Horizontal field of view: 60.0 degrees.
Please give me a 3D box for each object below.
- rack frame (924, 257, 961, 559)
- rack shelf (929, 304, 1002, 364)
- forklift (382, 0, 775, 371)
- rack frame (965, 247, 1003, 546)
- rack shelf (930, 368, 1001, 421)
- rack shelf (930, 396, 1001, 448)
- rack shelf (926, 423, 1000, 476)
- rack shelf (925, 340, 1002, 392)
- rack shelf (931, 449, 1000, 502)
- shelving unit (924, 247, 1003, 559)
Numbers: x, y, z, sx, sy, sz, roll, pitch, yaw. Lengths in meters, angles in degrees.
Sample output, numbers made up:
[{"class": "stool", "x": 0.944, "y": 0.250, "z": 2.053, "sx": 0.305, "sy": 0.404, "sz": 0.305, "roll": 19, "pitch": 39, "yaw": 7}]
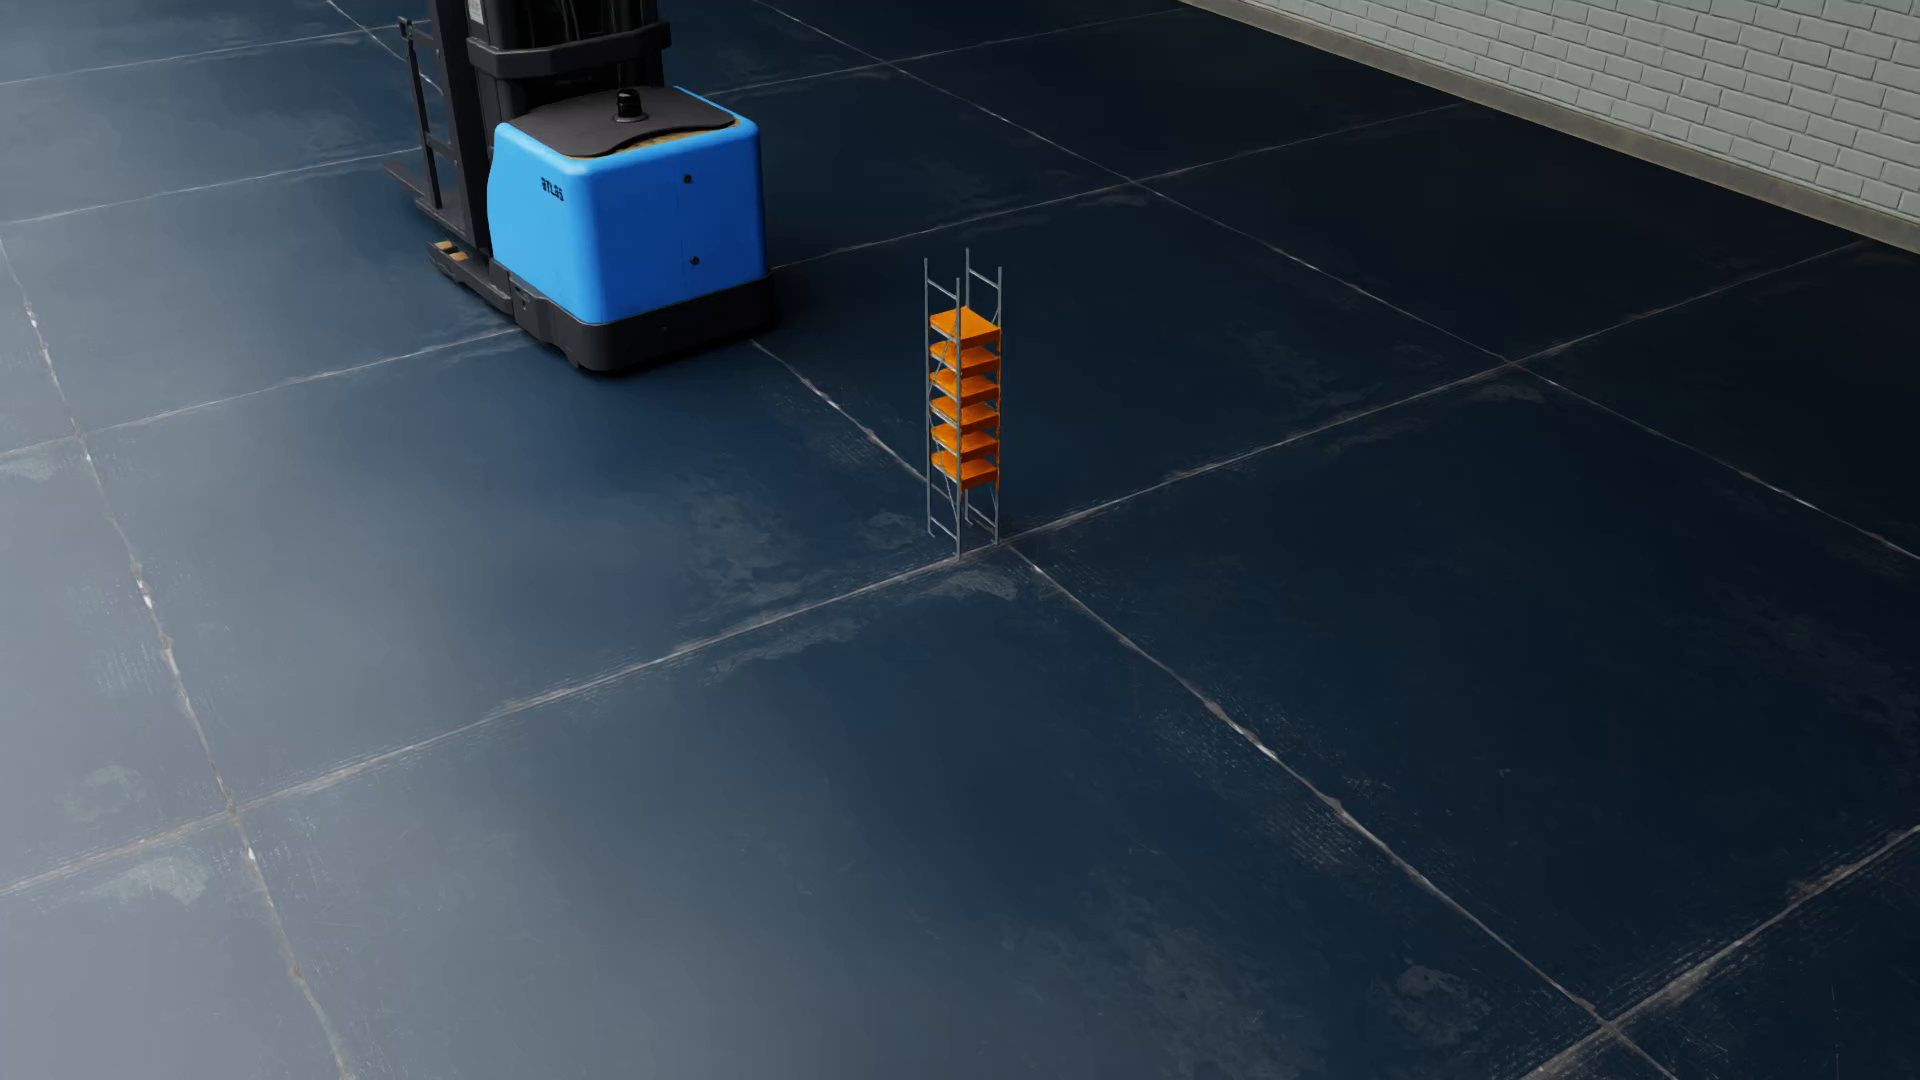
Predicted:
[{"class": "rack frame", "x": -0.065, "y": -0.485, "z": 6.395, "sx": 0.006, "sy": 1.200, "sz": 0.240, "roll": -19, "pitch": 37, "yaw": -27}, {"class": "rack shelf", "x": 0.012, "y": -0.779, "z": 6.268, "sx": 0.180, "sy": 0.103, "sz": 0.258, "roll": -19, "pitch": 37, "yaw": -27}, {"class": "forklift", "x": -2.240, "y": -2.764, "z": 8.384, "sx": 1.130, "sy": 2.935, "sz": 3.031, "roll": -23, "pitch": 39, "yaw": -31}, {"class": "rack frame", "x": 0.089, "y": -0.538, "z": 6.478, "sx": 0.006, "sy": 1.200, "sz": 0.240, "roll": -19, "pitch": 37, "yaw": -27}, {"class": "rack shelf", "x": 0.012, "y": -0.576, "z": 6.396, "sx": 0.180, "sy": 0.103, "sz": 0.258, "roll": -19, "pitch": 37, "yaw": -27}, {"class": "rack shelf", "x": 0.012, "y": -0.474, "z": 6.460, "sx": 0.180, "sy": 0.103, "sz": 0.258, "roll": -19, "pitch": 37, "yaw": -27}, {"class": "rack shelf", "x": 0.012, "y": -0.373, "z": 6.524, "sx": 0.180, "sy": 0.103, "sz": 0.258, "roll": -19, "pitch": 37, "yaw": -27}, {"class": "rack shelf", "x": 0.012, "y": -0.677, "z": 6.332, "sx": 0.180, "sy": 0.103, "sz": 0.258, "roll": -19, "pitch": 37, "yaw": -27}, {"class": "rack shelf", "x": 0.012, "y": -0.271, "z": 6.588, "sx": 0.180, "sy": 0.103, "sz": 0.258, "roll": -19, "pitch": 37, "yaw": -27}, {"class": "shelving unit", "x": 0.012, "y": -0.512, "z": 6.437, "sx": 0.189, "sy": 1.200, "sz": 0.258, "roll": -19, "pitch": 37, "yaw": -27}]
